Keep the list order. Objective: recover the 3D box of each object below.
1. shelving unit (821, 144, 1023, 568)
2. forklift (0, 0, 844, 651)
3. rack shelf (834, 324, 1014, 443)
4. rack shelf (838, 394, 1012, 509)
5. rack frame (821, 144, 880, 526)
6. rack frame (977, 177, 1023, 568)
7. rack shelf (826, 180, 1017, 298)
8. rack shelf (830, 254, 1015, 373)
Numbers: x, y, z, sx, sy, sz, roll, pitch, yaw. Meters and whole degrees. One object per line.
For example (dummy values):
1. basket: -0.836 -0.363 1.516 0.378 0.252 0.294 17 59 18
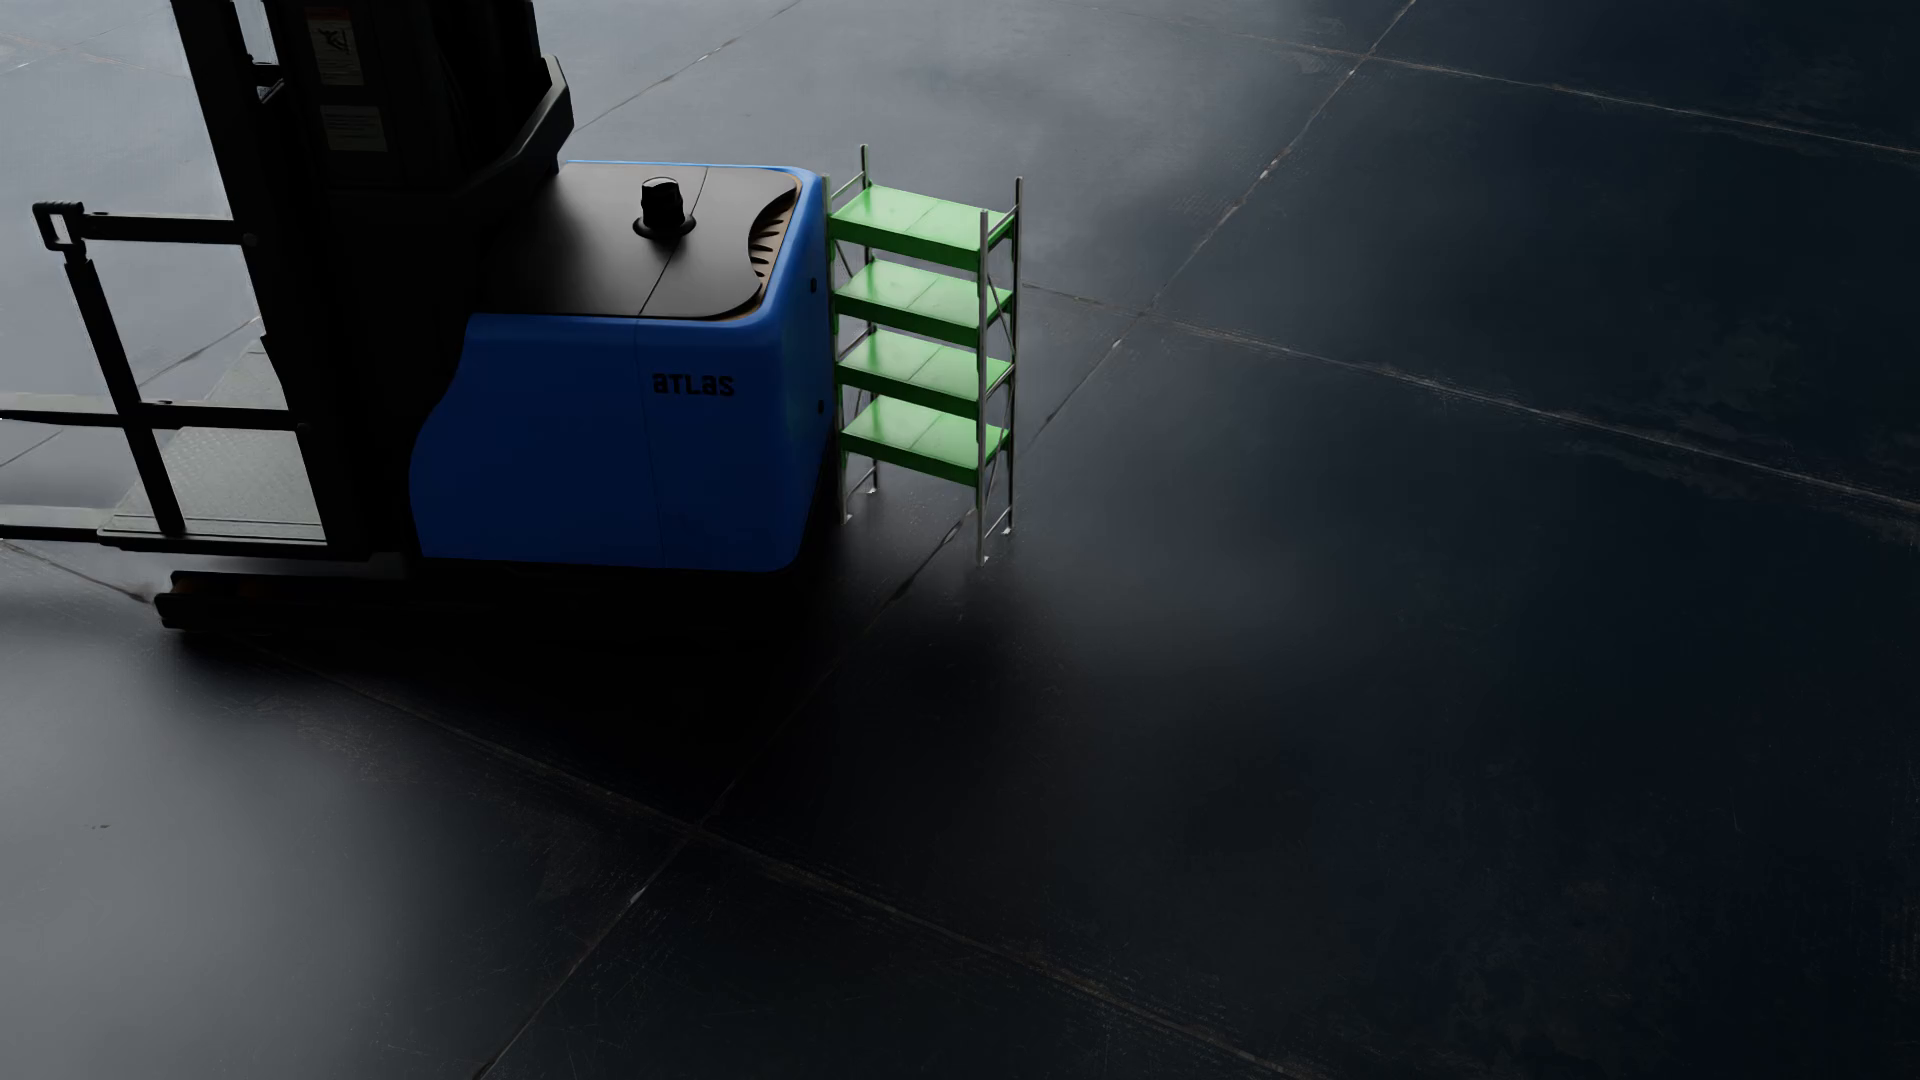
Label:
1. shelving unit: -0.105 -0.524 4.948 0.503 1.200 0.258 17 40 21
2. forklift: -1.922 -1.200 4.407 3.031 2.935 1.130 3 37 3
3. rack shelf: -0.105 -0.473 4.987 0.480 0.148 0.258 17 40 21
4. rack shelf: -0.105 -0.282 5.132 0.480 0.148 0.258 17 40 21
5. rack frame: -0.323 -0.590 5.035 0.015 1.200 0.240 17 40 21
6. rack frame: 0.113 -0.458 4.861 0.015 1.200 0.240 17 40 21
7. rack shelf: -0.105 -0.856 4.697 0.480 0.148 0.258 17 40 21
8. rack shelf: -0.105 -0.664 4.842 0.480 0.148 0.258 17 40 21
